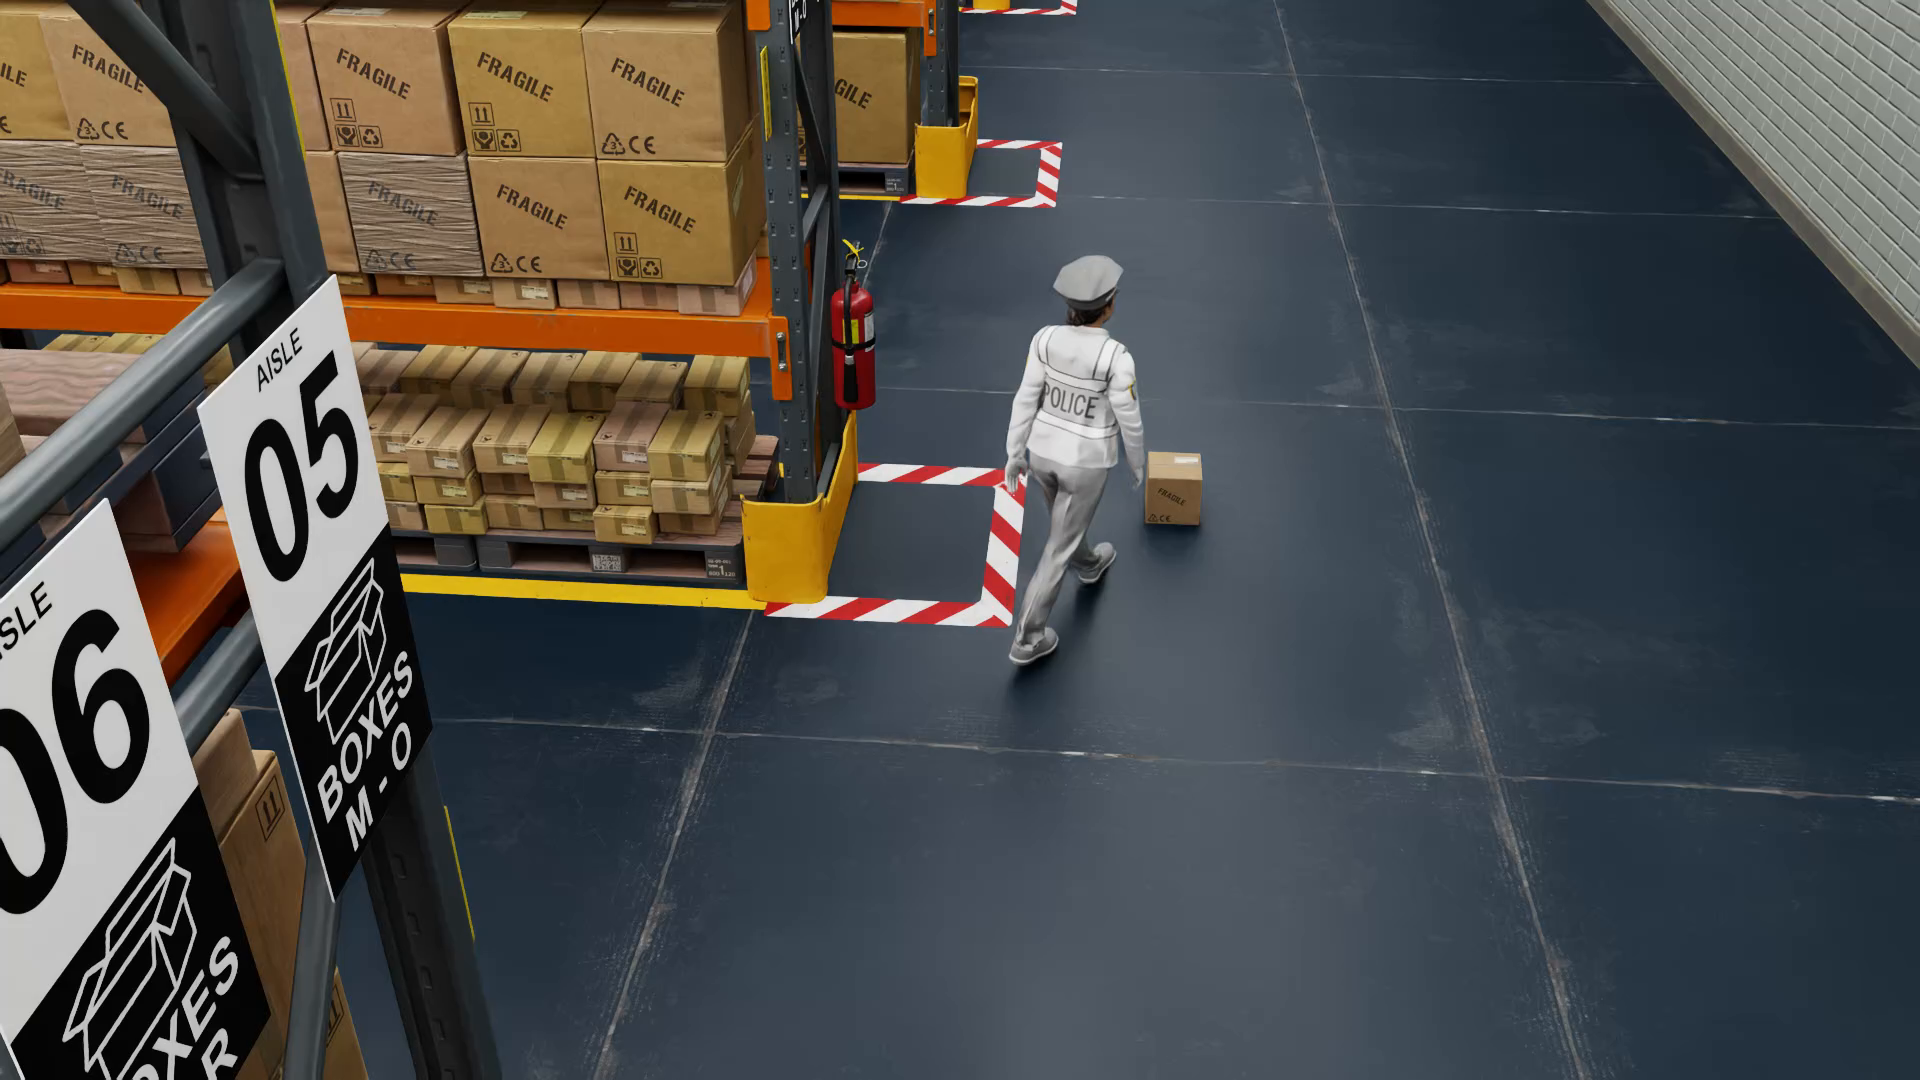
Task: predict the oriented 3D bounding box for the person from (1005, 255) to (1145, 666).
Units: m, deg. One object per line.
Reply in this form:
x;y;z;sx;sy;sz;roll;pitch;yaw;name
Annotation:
0.509;-0.360;6.672;0.513;1.629;0.945;23;39;32;person
